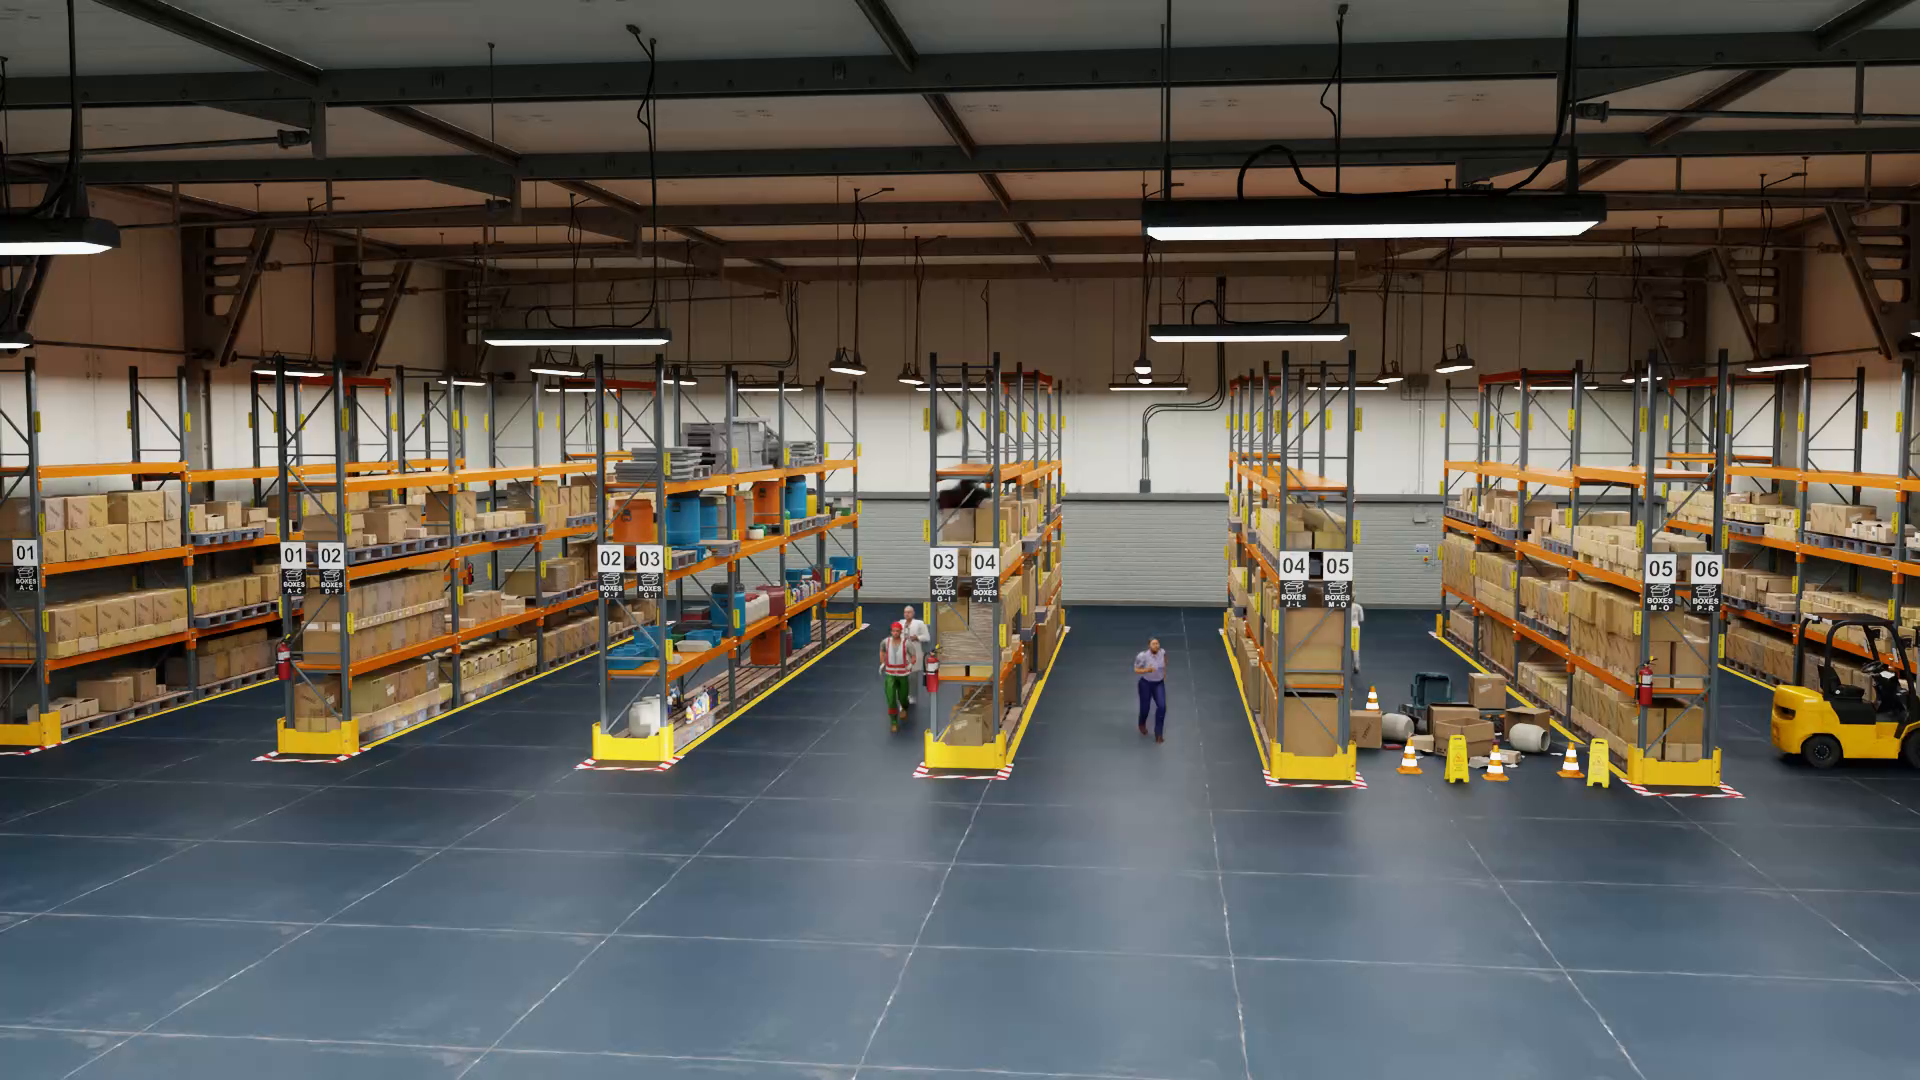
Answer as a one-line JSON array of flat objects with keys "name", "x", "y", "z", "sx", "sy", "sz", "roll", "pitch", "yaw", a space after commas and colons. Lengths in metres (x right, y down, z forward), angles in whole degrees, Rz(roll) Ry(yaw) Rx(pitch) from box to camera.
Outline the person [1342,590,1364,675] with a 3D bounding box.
[{"name": "person", "x": 7.667, "y": 1.822, "z": 32.678, "sx": 0.598, "sy": 1.702, "sz": 0.919, "roll": 0, "pitch": 4, "yaw": 2}]

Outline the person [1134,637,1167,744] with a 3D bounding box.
[{"name": "person", "x": 3.004, "y": 2.358, "z": 26.226, "sx": 0.610, "sy": 1.711, "sz": 0.879, "roll": -1, "pitch": 4, "yaw": -10}]

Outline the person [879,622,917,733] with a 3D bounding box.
[{"name": "person", "x": -1.017, "y": 2.201, "z": 27.146, "sx": 0.631, "sy": 1.780, "sz": 0.954, "roll": 0, "pitch": 4, "yaw": 5}]

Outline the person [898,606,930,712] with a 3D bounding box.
[{"name": "person", "x": -0.845, "y": 2.070, "z": 29.079, "sx": 0.669, "sy": 1.853, "sz": 0.865, "roll": 1, "pitch": 4, "yaw": 8}]
